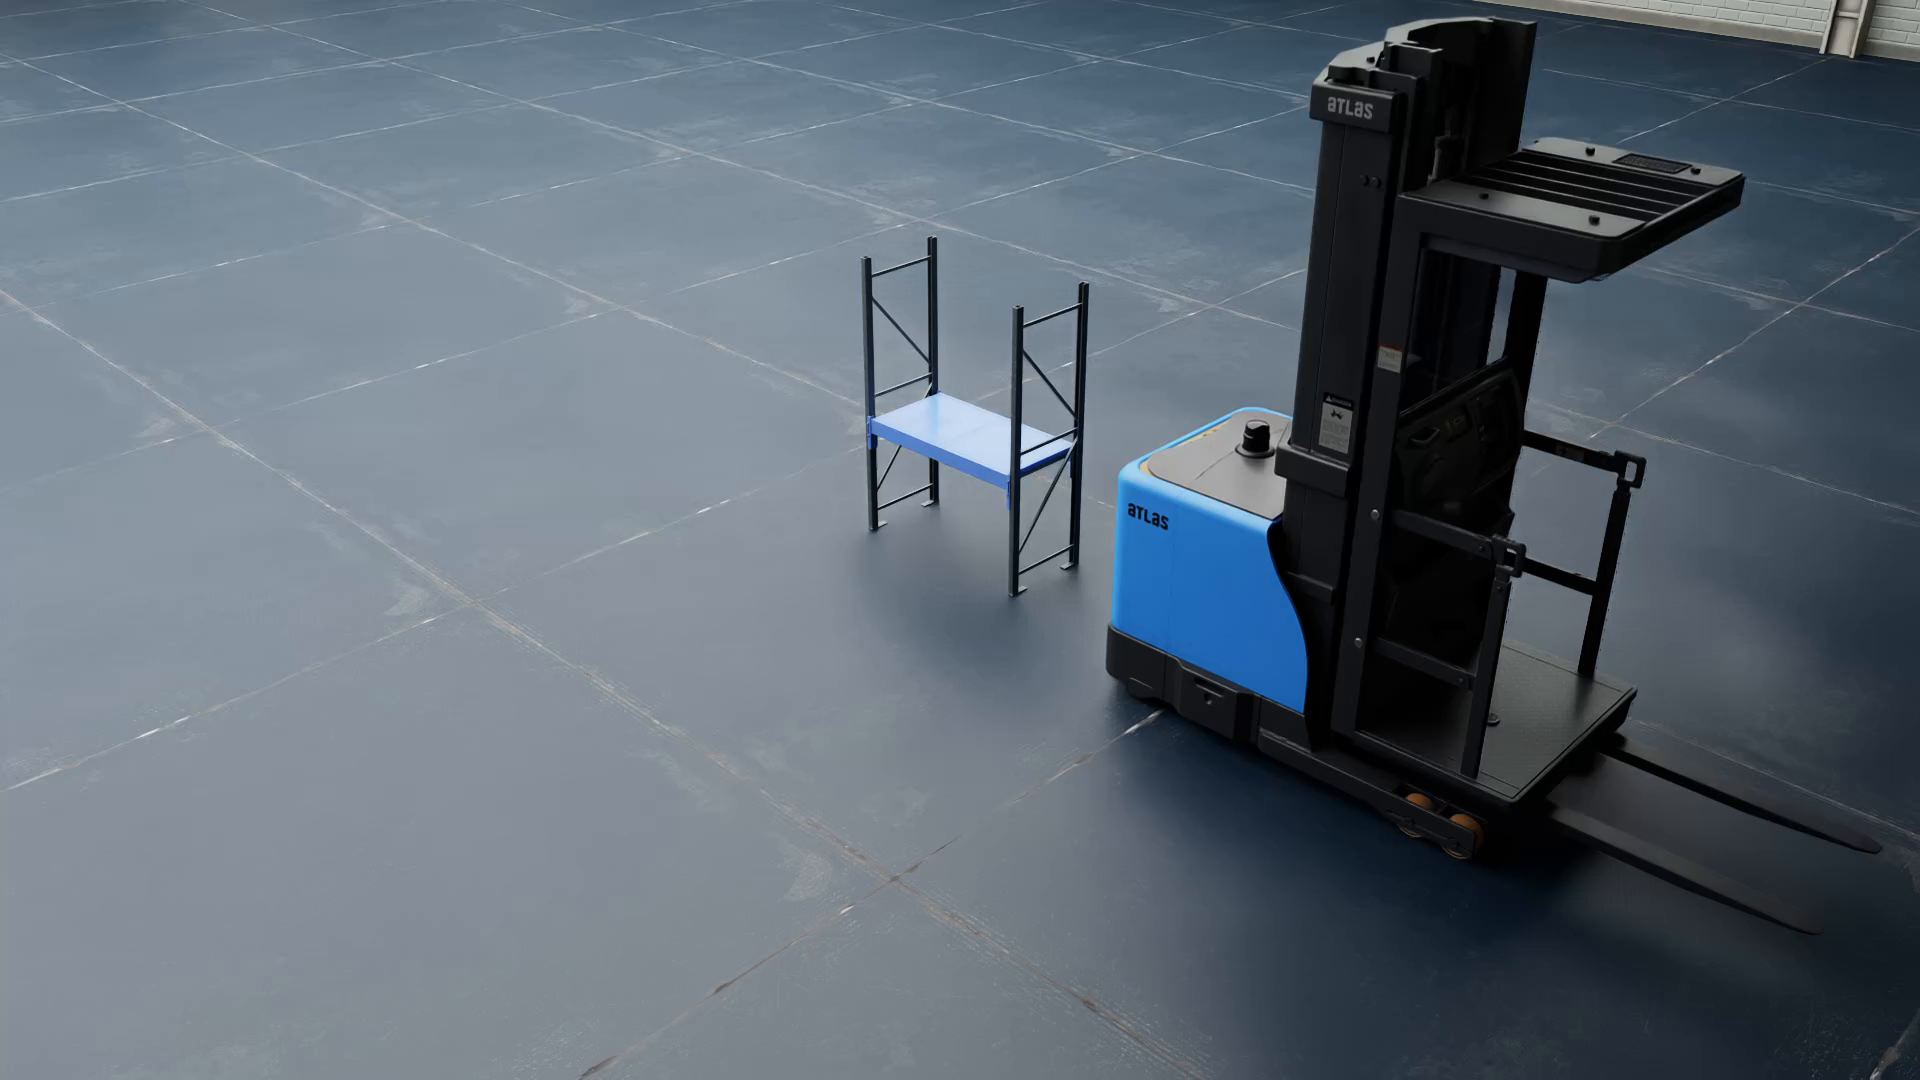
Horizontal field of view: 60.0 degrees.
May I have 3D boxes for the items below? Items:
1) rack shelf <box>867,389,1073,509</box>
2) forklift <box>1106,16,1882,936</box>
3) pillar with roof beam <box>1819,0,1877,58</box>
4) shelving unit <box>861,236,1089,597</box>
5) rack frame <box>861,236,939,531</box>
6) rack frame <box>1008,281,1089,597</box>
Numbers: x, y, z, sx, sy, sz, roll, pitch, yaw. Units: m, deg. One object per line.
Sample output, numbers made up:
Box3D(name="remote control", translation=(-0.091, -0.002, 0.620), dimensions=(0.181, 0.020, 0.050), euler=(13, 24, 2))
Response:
Box3D(name="rack shelf", translation=(0.061, -0.477, 8.432), dimensions=(1.000, 0.185, 0.538), euler=(25, 36, 38))
Box3D(name="forklift", translation=(2.072, -0.344, 6.255), dimensions=(3.031, 2.935, 1.130), euler=(24, 36, 38))
Box3D(name="pillar with roof beam", translation=(7.438, -8.327, 14.918), dimensions=(0.400, 9.000, 9.100), euler=(25, 36, 38))
Box3D(name="shelving unit", translation=(0.061, -0.636, 8.348), dimensions=(1.048, 1.500, 0.538), euler=(25, 36, 38))
Box3D(name="rack frame", translation=(-0.302, -0.802, 8.663), dimensions=(0.032, 1.500, 0.500), euler=(25, 36, 38))
Box3D(name="rack frame", translation=(0.423, -0.470, 8.033), dimensions=(0.032, 1.500, 0.500), euler=(25, 36, 38))
